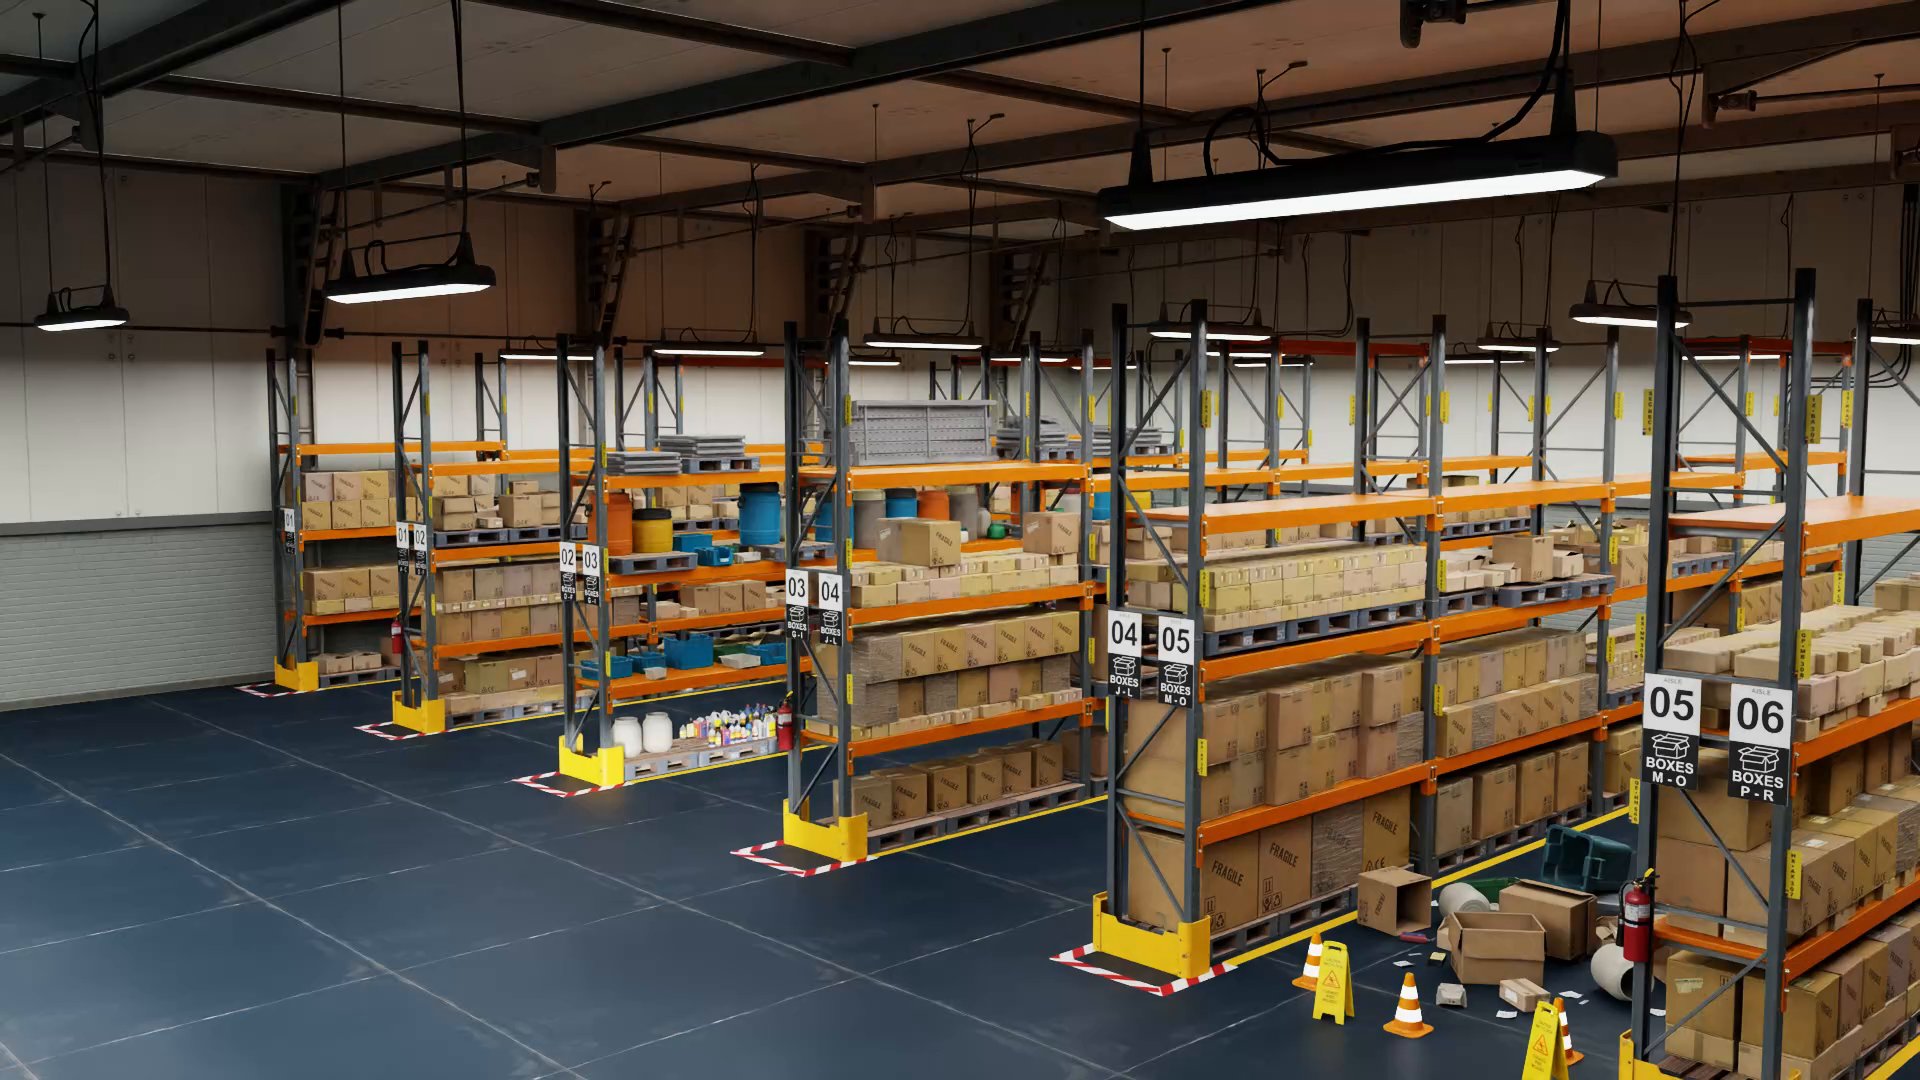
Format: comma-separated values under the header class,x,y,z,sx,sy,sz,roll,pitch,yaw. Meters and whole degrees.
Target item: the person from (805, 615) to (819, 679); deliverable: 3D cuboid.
class,x,y,z,sx,sy,sz,roll,pitch,yaw
person,-2.666,1.624,29.322,0.439,1.621,0.538,-3,6,-28
